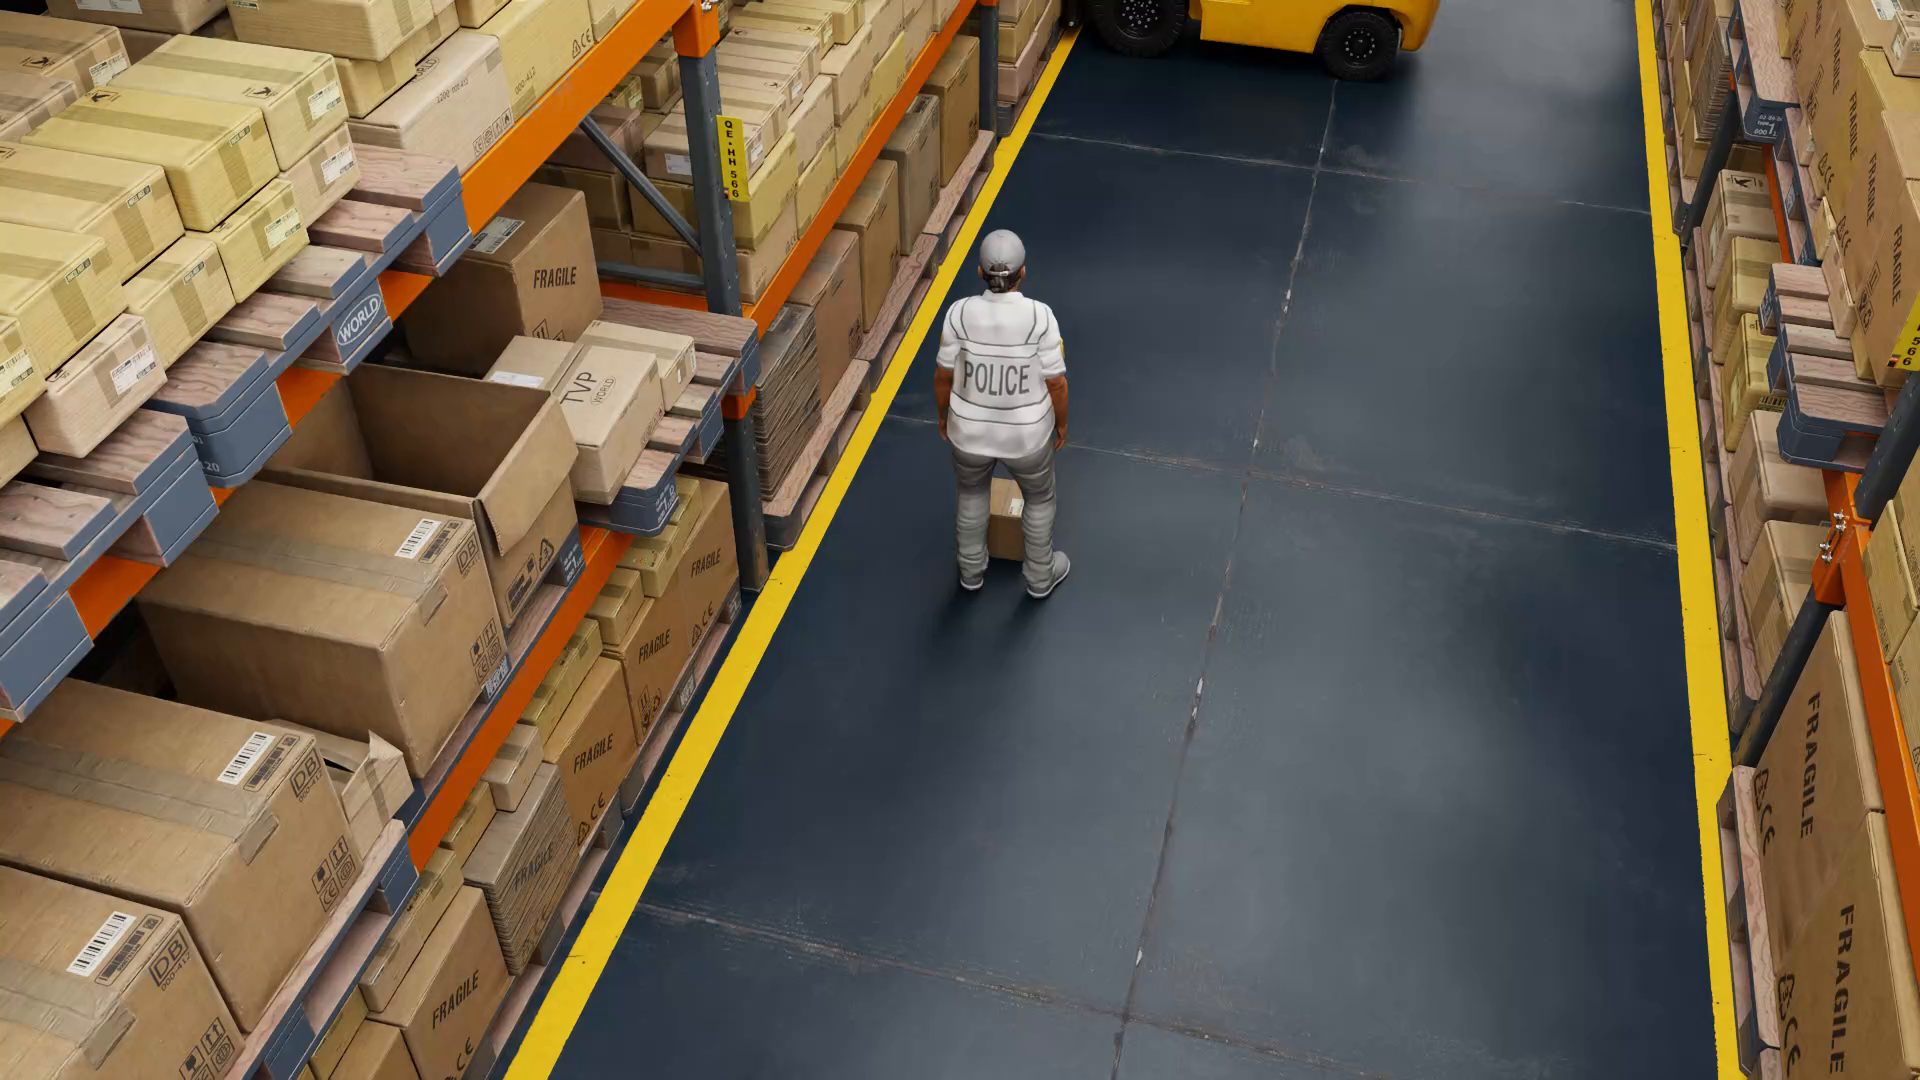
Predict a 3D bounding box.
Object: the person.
[{"bbox_3d":[0.186,-0.472,6.691,0.566,1.667,0.465,7,42,7],"label":"person"}]
